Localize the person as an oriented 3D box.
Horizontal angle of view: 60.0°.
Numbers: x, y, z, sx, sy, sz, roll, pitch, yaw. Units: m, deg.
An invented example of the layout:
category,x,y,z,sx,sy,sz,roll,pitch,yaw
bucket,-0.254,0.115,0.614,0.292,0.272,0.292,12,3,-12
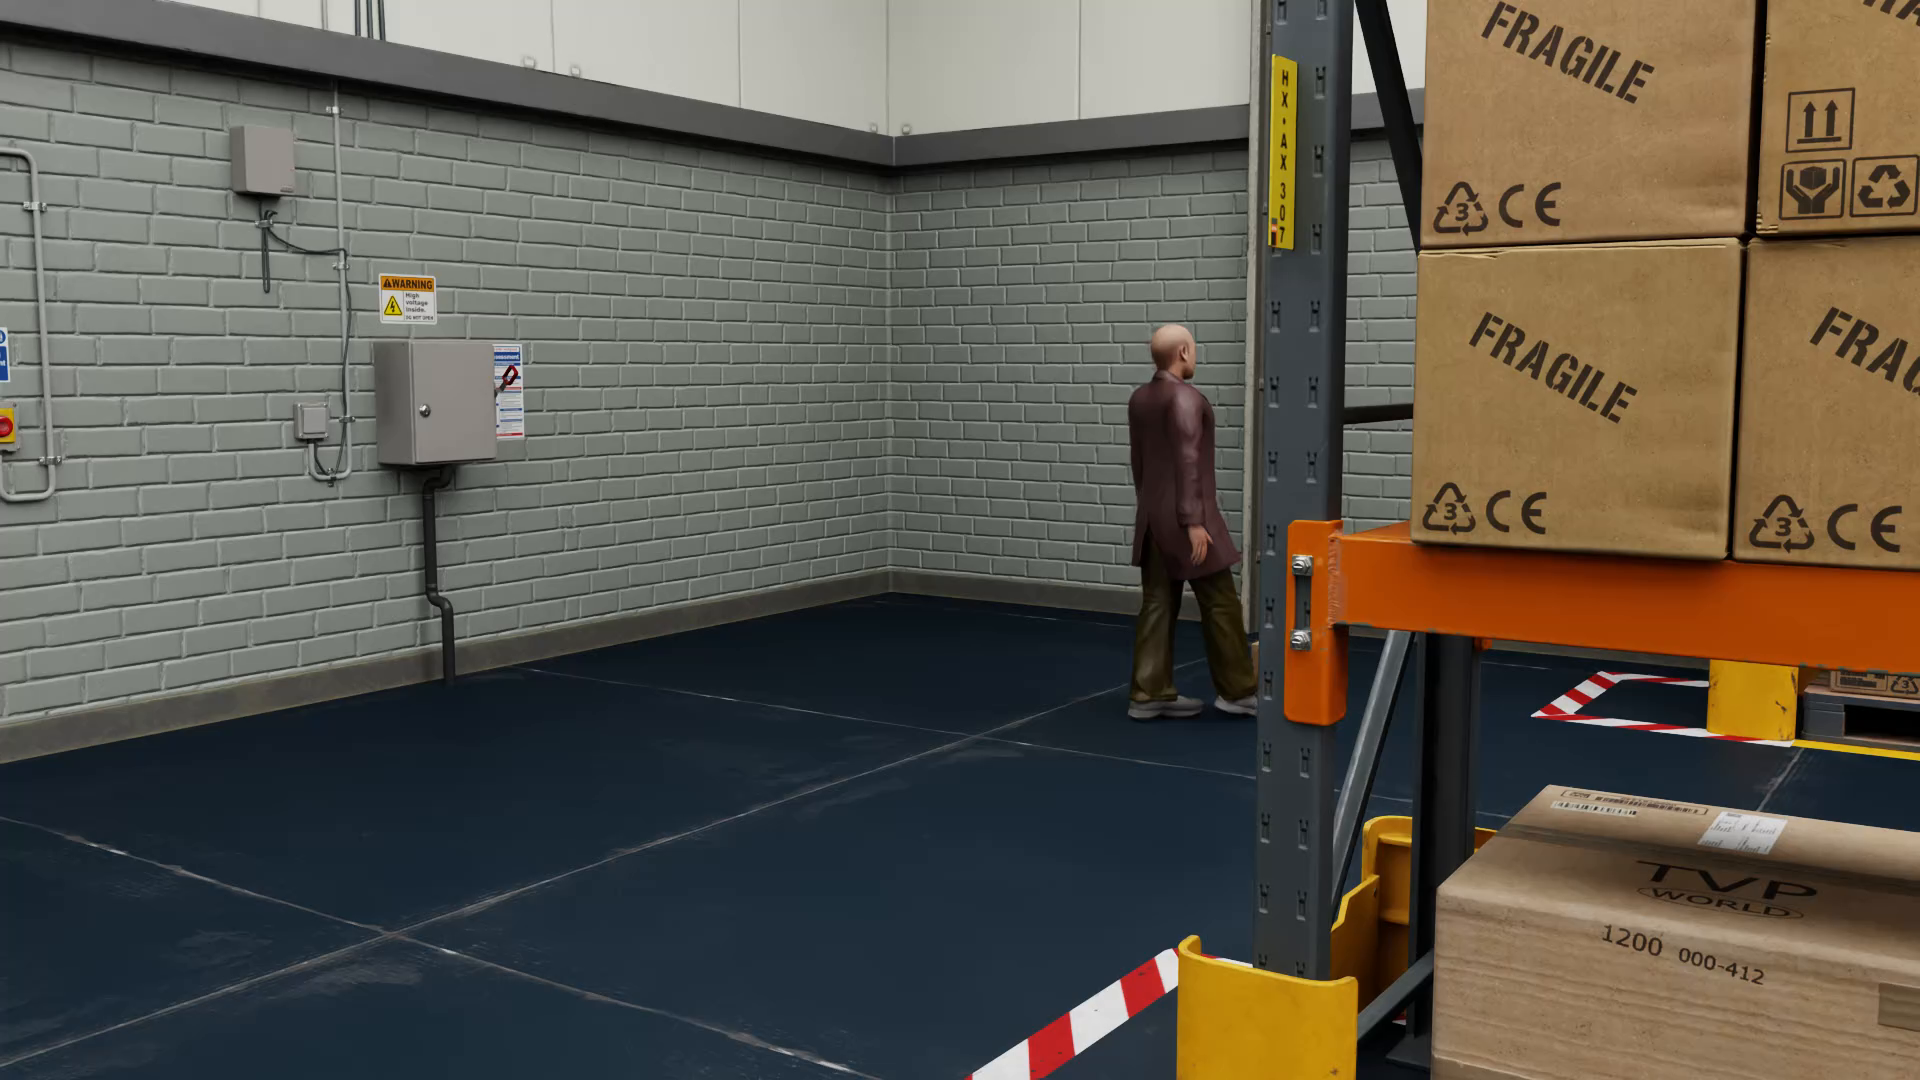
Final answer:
category,x,y,z,sx,sy,sz,roll,pitch,yaw
person,1.116,-0.089,7.563,0.784,1.764,0.655,-3,7,-24
